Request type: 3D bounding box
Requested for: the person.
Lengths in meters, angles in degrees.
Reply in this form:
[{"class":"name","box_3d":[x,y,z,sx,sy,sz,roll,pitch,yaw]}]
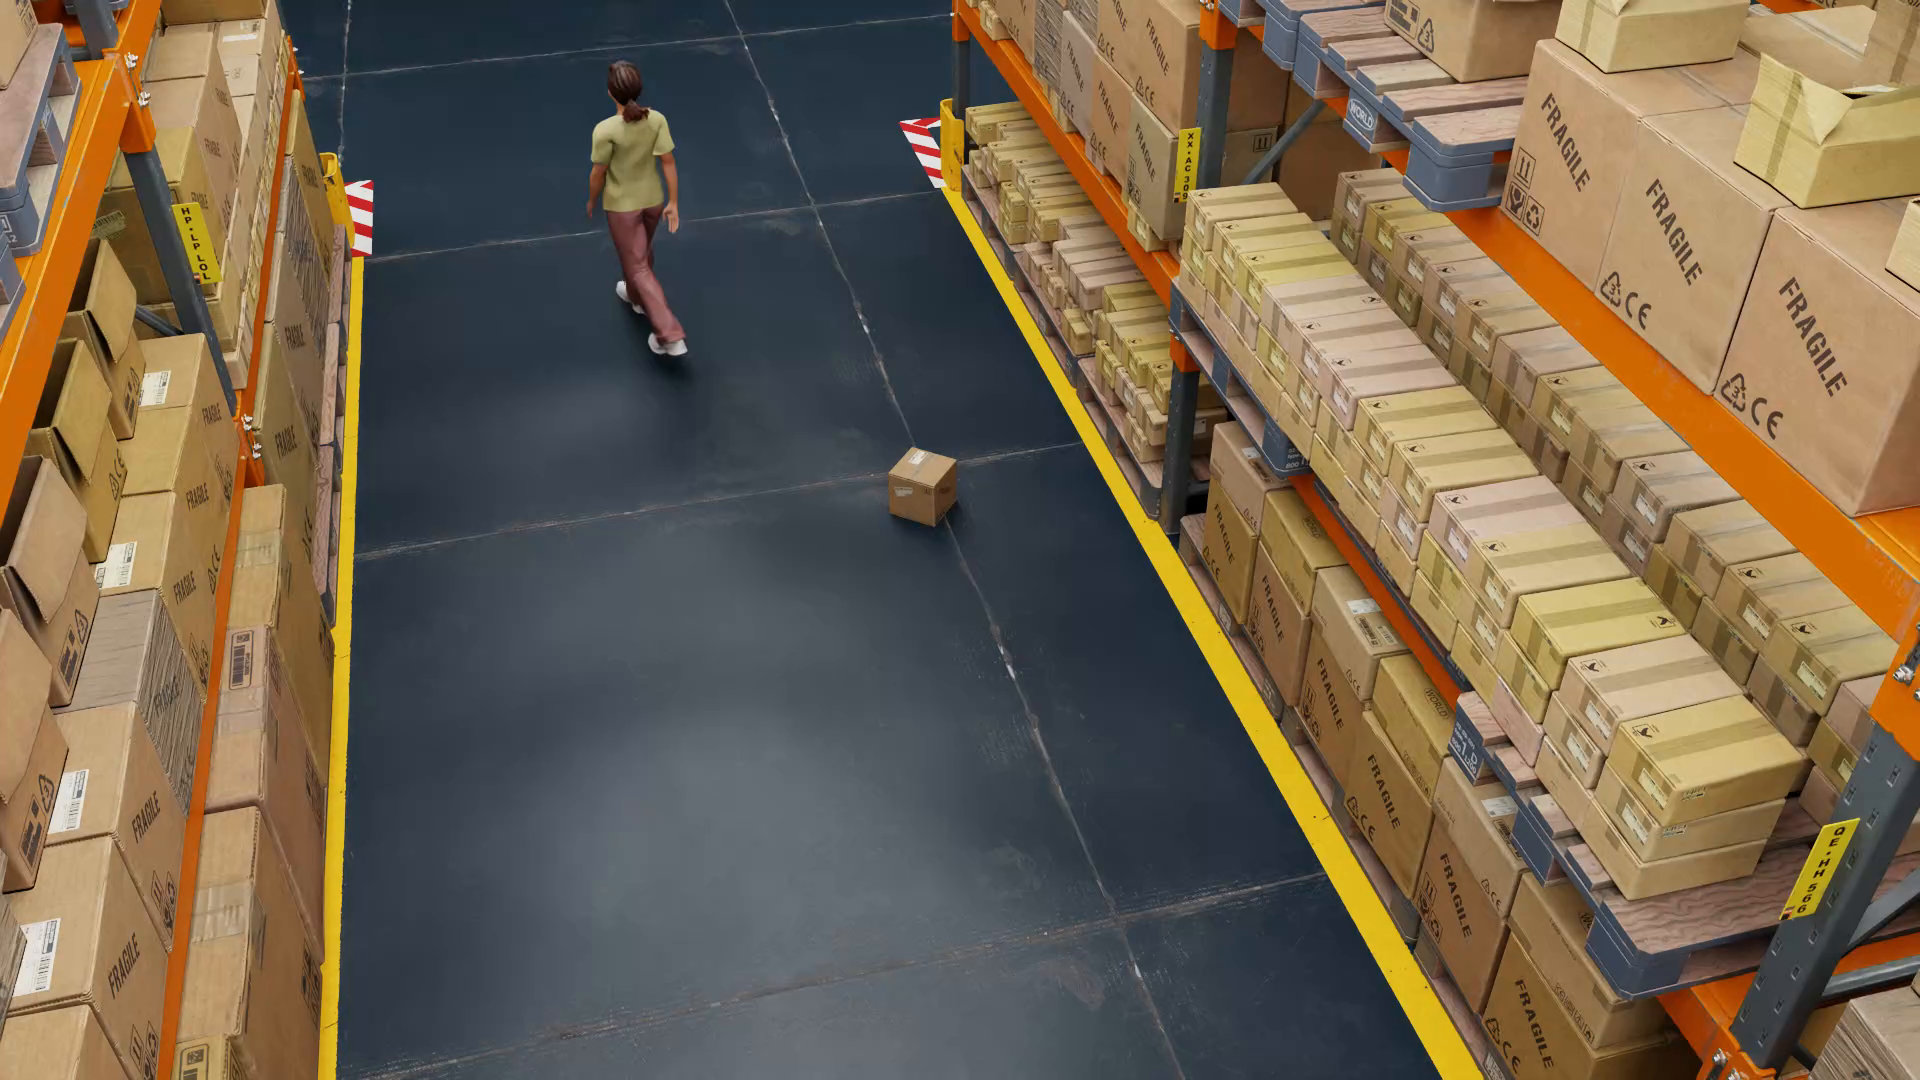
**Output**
[{"class":"person","box_3d":[-1.777,-1.826,9.035,0.448,1.615,0.989,-27,45,-30]}]
